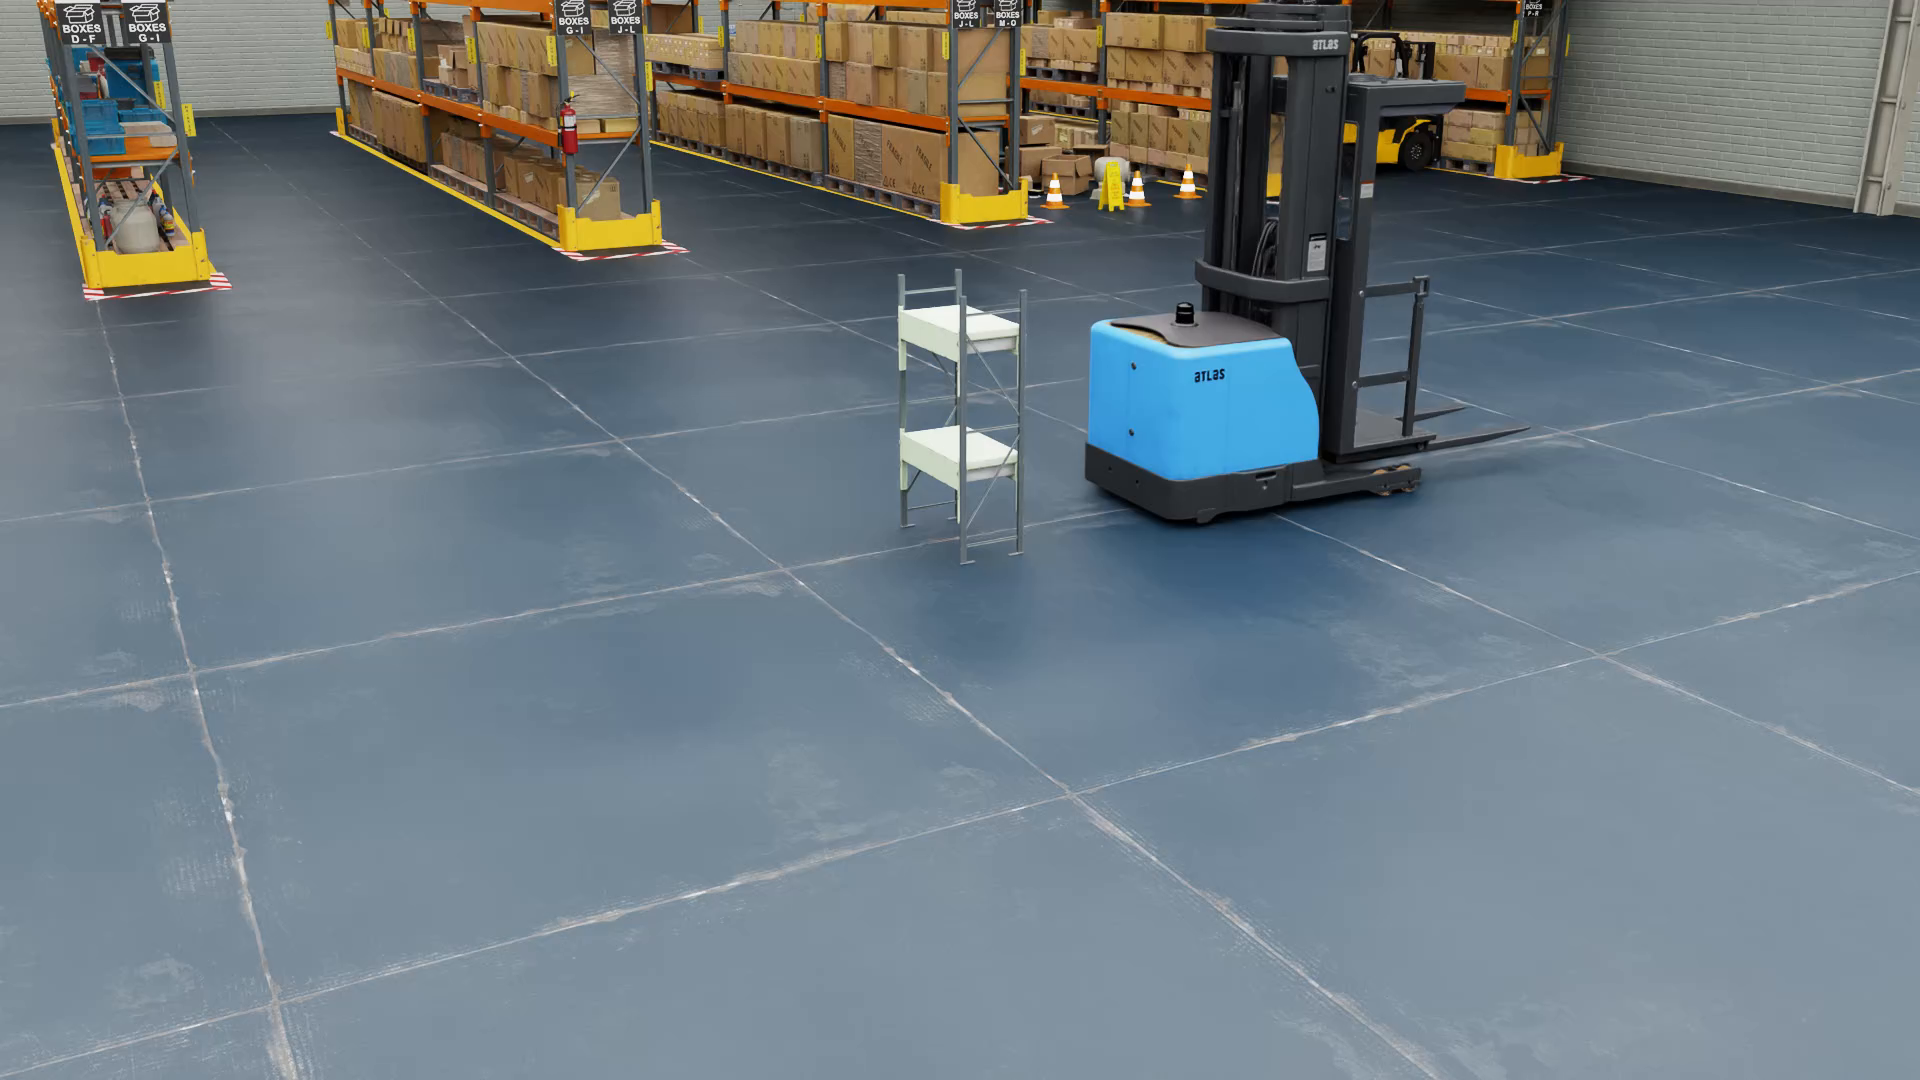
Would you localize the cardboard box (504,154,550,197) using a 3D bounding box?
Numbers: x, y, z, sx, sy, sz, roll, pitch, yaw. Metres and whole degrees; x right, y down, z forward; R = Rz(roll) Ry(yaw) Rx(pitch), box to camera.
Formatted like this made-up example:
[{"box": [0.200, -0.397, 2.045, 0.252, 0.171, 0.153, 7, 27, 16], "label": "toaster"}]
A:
[{"box": [-5.850, -4.939, 22.535, 0.500, 0.500, 0.500, -11, 22, -28], "label": "cardboard box"}]

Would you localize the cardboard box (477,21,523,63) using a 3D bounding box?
[{"box": [-6.014, -6.535, 21.830, 0.500, 0.500, 0.500, -10, 21, -27], "label": "cardboard box"}]

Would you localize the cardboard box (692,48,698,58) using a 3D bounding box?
[{"box": [-4.382, -8.374, 28.586, 0.380, 0.149, 0.250, -9, 21, -25], "label": "cardboard box"}]

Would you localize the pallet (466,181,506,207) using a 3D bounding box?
[{"box": [-6.375, -4.949, 23.649, 1.003, 0.211, 1.213, -10, 21, -27], "label": "pallet"}]

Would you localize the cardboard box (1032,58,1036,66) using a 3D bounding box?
[{"box": [1.466, -8.298, 28.822, 0.380, 0.149, 0.250, -9, 21, -25], "label": "cardboard box"}]

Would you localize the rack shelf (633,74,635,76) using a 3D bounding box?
[{"box": [-6.340, -9.313, 33.126, 1.077, 0.370, 4.000, -10, 21, -27], "label": "rack shelf"}]

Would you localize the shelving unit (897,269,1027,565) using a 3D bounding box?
[{"box": [0.003, -0.707, 9.381, 0.431, 1.500, 0.755, -10, 21, -27], "label": "shelving unit"}]

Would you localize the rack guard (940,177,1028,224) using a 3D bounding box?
[{"box": [0.320, -4.446, 21.749, 1.175, 0.500, 0.348, -10, 21, -27], "label": "rack guard"}]

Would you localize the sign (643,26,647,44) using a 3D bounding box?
[{"box": [-5.864, -9.402, 30.953, 0.100, 0.325, 0.005, -10, 21, -27], "label": "sign"}]

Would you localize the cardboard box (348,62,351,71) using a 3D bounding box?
[{"box": [-11.212, -8.848, 31.059, 0.380, 0.149, 0.250, -10, 22, -27], "label": "cardboard box"}]

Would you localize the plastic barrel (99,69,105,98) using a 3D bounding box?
[{"box": [-11.586, -6.215, 22.873, 0.421, 0.512, 0.421, 0, 19, 0], "label": "plastic barrel"}]

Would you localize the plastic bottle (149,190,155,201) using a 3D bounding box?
[{"box": [-9.804, -4.092, 20.277, 0.144, 0.351, 0.185, -11, 22, -28], "label": "plastic bottle"}]

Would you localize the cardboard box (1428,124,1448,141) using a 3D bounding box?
[{"box": [7.985, -6.717, 27.304, 0.500, 0.250, 0.500, -11, 22, -28], "label": "cardboard box"}]

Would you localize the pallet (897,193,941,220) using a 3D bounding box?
[{"box": [-0.140, -4.534, 22.446, 1.003, 0.211, 1.213, -10, 21, -27], "label": "pallet"}]

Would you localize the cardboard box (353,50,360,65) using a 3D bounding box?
[{"box": [-10.734, -8.790, 30.282, 0.500, 0.250, 0.500, -10, 21, -26], "label": "cardboard box"}]

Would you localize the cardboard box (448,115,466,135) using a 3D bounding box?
[{"box": [-7.559, -6.385, 25.544, 0.500, 0.250, 0.500, -9, 21, -24], "label": "cardboard box"}]

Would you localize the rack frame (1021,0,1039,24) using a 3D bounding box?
[{"box": [1.385, -11.793, 39.210, 1.000, 3.000, 0.127, -10, 21, -27], "label": "rack frame"}]

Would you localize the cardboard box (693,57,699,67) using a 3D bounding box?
[{"box": [-4.368, -8.226, 28.615, 0.380, 0.149, 0.250, -10, 21, -26], "label": "cardboard box"}]

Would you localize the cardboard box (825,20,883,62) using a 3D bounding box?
[{"box": [-1.446, -7.253, 24.166, 0.875, 0.550, 0.550, -10, 21, -27], "label": "cardboard box"}]

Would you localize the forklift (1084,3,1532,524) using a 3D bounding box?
[{"box": [2.339, -1.801, 10.359, 3.031, 2.935, 1.130, -10, 21, -26], "label": "forklift"}]

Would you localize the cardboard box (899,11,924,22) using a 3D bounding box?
[{"box": [-0.860, -10.082, 32.565, 0.500, 0.500, 0.500, -10, 21, -27], "label": "cardboard box"}]

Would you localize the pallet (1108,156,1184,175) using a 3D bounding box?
[{"box": [3.067, -6.073, 26.907, 1.003, 0.211, 1.213, -10, 21, -27], "label": "pallet"}]

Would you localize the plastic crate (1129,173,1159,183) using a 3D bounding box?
[{"box": [2.741, -5.621, 25.797, 0.583, 0.080, 0.402, 16, 25, 39], "label": "plastic crate"}]

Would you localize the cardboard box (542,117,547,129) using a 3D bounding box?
[{"box": [-4.809, -5.036, 20.013, 0.380, 0.149, 0.250, -10, 21, -27], "label": "cardboard box"}]

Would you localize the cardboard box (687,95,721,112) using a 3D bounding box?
[{"box": [-4.523, -7.750, 29.530, 0.500, 0.250, 0.500, -9, 21, -25], "label": "cardboard box"}]

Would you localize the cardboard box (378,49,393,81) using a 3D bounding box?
[{"box": [-9.565, -8.072, 28.273, 0.500, 0.500, 0.500, -10, 21, -27], "label": "cardboard box"}]

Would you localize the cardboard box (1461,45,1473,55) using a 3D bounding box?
[{"box": [8.247, -7.836, 26.593, 0.380, 0.149, 0.250, -10, 21, -27], "label": "cardboard box"}]

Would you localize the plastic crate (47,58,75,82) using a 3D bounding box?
[{"box": [-14.684, -7.675, 27.207, 0.392, 0.384, 0.575, -10, 21, -27], "label": "plastic crate"}]

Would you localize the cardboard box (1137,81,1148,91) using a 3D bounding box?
[{"box": [2.990, -7.107, 26.015, 0.380, 0.149, 0.250, -9, 21, -25], "label": "cardboard box"}]

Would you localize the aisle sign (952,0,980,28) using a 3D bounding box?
[{"box": [0.078, -6.796, 20.744, 0.394, 0.787, 0.004, -10, 21, -27], "label": "aisle sign"}]

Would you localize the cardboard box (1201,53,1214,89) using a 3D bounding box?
[{"box": [3.883, -6.876, 24.349, 0.500, 0.500, 0.500, -10, 21, -27], "label": "cardboard box"}]

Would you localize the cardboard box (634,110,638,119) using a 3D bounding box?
[{"box": [-6.102, -8.262, 32.247, 0.380, 0.149, 0.250, -11, 22, -29], "label": "cardboard box"}]

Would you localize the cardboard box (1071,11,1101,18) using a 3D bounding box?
[{"box": [2.812, -11.538, 37.094, 0.500, 0.500, 0.500, -11, 22, -28], "label": "cardboard box"}]

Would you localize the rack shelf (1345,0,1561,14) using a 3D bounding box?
[{"box": [8.033, -8.852, 27.191, 1.077, 0.370, 4.000, -10, 21, -27], "label": "rack shelf"}]

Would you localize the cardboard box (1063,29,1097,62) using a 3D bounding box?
[{"box": [2.059, -8.204, 27.555, 0.500, 0.500, 0.500, -10, 21, -26], "label": "cardboard box"}]

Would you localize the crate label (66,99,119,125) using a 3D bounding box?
[{"box": [-9.576, -4.631, 18.400, 0.502, 0.435, 0.616, -10, 21, -27], "label": "crate label"}]

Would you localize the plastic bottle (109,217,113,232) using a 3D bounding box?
[{"box": [-9.782, -3.614, 19.120, 0.097, 0.201, 0.097, 0, 19, 0], "label": "plastic bottle"}]

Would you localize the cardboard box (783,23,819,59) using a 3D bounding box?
[{"box": [-2.318, -7.737, 25.768, 0.700, 0.500, 0.500, -10, 21, -26], "label": "cardboard box"}]

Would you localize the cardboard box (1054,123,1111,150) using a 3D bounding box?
[{"box": [2.121, -6.891, 28.387, 0.950, 0.372, 0.625, -9, 21, -23], "label": "cardboard box"}]

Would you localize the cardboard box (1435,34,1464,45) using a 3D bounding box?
[{"box": [7.933, -8.116, 26.948, 0.380, 0.149, 0.250, -10, 21, -26], "label": "cardboard box"}]

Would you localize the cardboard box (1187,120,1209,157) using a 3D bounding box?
[{"box": [3.756, -6.022, 24.907, 0.500, 0.500, 0.500, -9, 21, -25], "label": "cardboard box"}]

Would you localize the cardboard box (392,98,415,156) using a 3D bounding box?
[{"box": [-8.630, -6.844, 27.481, 1.225, 0.875, 0.875, -10, 21, -26], "label": "cardboard box"}]

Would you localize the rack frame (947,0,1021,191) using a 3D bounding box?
[{"box": [0.308, -5.634, 21.362, 1.000, 3.000, 0.127, -10, 21, -27], "label": "rack frame"}]

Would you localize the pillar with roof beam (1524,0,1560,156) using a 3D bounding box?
[{"box": [5.657, -9.709, 23.972, 9.100, 9.000, 0.400, -10, 21, -27], "label": "pillar with roof beam"}]

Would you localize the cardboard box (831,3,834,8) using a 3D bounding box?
[{"box": [-2.535, -11.408, 35.414, 0.380, 0.149, 0.250, -10, 21, -26], "label": "cardboard box"}]

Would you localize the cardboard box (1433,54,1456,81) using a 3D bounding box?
[{"box": [8.036, -7.645, 27.036, 0.500, 0.500, 0.500, -10, 22, -28], "label": "cardboard box"}]

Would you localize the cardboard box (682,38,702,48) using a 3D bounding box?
[{"box": [-4.608, -8.655, 28.946, 0.380, 0.149, 0.250, -10, 21, -27], "label": "cardboard box"}]

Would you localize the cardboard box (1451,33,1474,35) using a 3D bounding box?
[{"box": [8.302, -8.273, 27.403, 0.380, 0.149, 0.250, -10, 21, -26], "label": "cardboard box"}]

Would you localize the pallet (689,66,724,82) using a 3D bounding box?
[{"box": [-3.923, -8.028, 28.593, 1.213, 0.211, 1.003, -10, 21, -27], "label": "pallet"}]

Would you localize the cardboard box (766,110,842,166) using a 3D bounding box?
[{"box": [-2.420, -6.360, 26.268, 1.050, 0.750, 0.750, -10, 21, -27], "label": "cardboard box"}]
